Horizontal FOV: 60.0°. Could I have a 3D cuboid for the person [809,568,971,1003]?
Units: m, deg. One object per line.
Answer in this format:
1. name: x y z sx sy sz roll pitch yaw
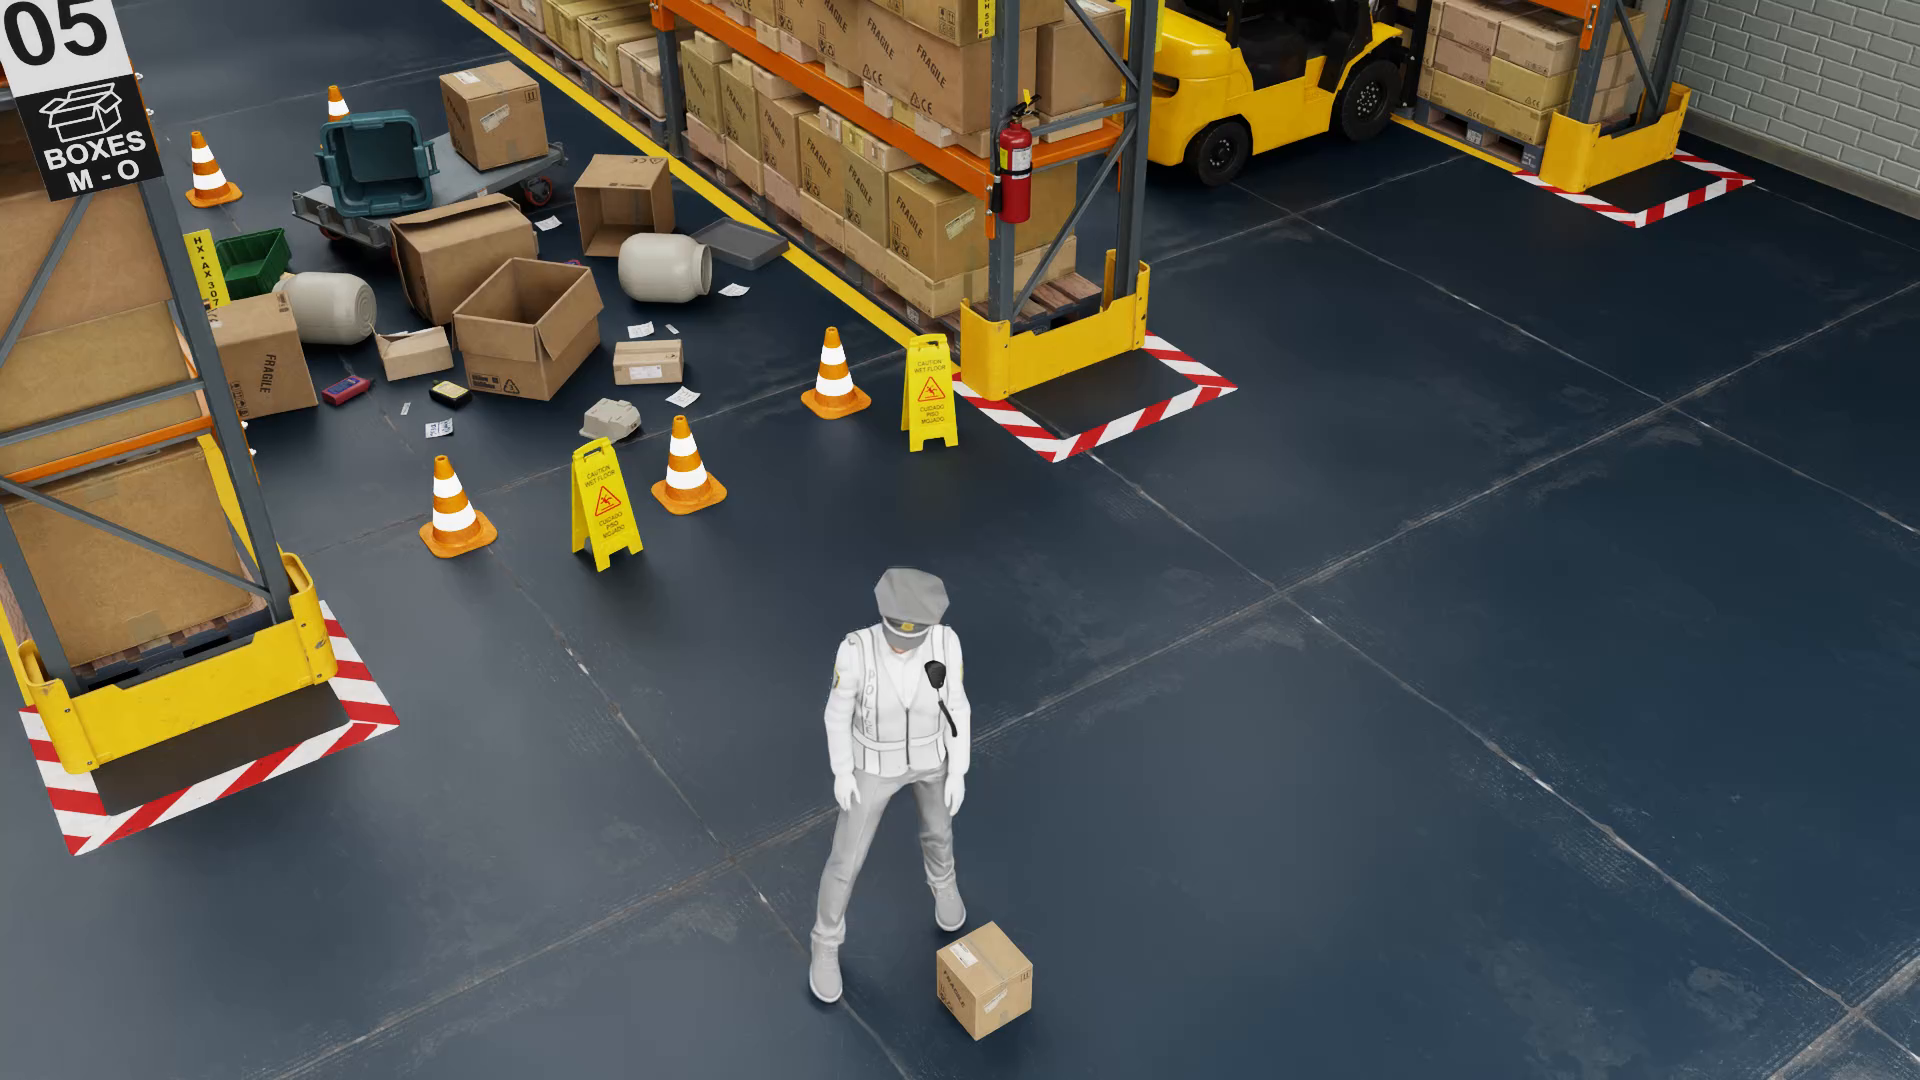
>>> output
1. person: -0.272 0.847 5.834 0.669 1.658 0.490 -9 38 -12
